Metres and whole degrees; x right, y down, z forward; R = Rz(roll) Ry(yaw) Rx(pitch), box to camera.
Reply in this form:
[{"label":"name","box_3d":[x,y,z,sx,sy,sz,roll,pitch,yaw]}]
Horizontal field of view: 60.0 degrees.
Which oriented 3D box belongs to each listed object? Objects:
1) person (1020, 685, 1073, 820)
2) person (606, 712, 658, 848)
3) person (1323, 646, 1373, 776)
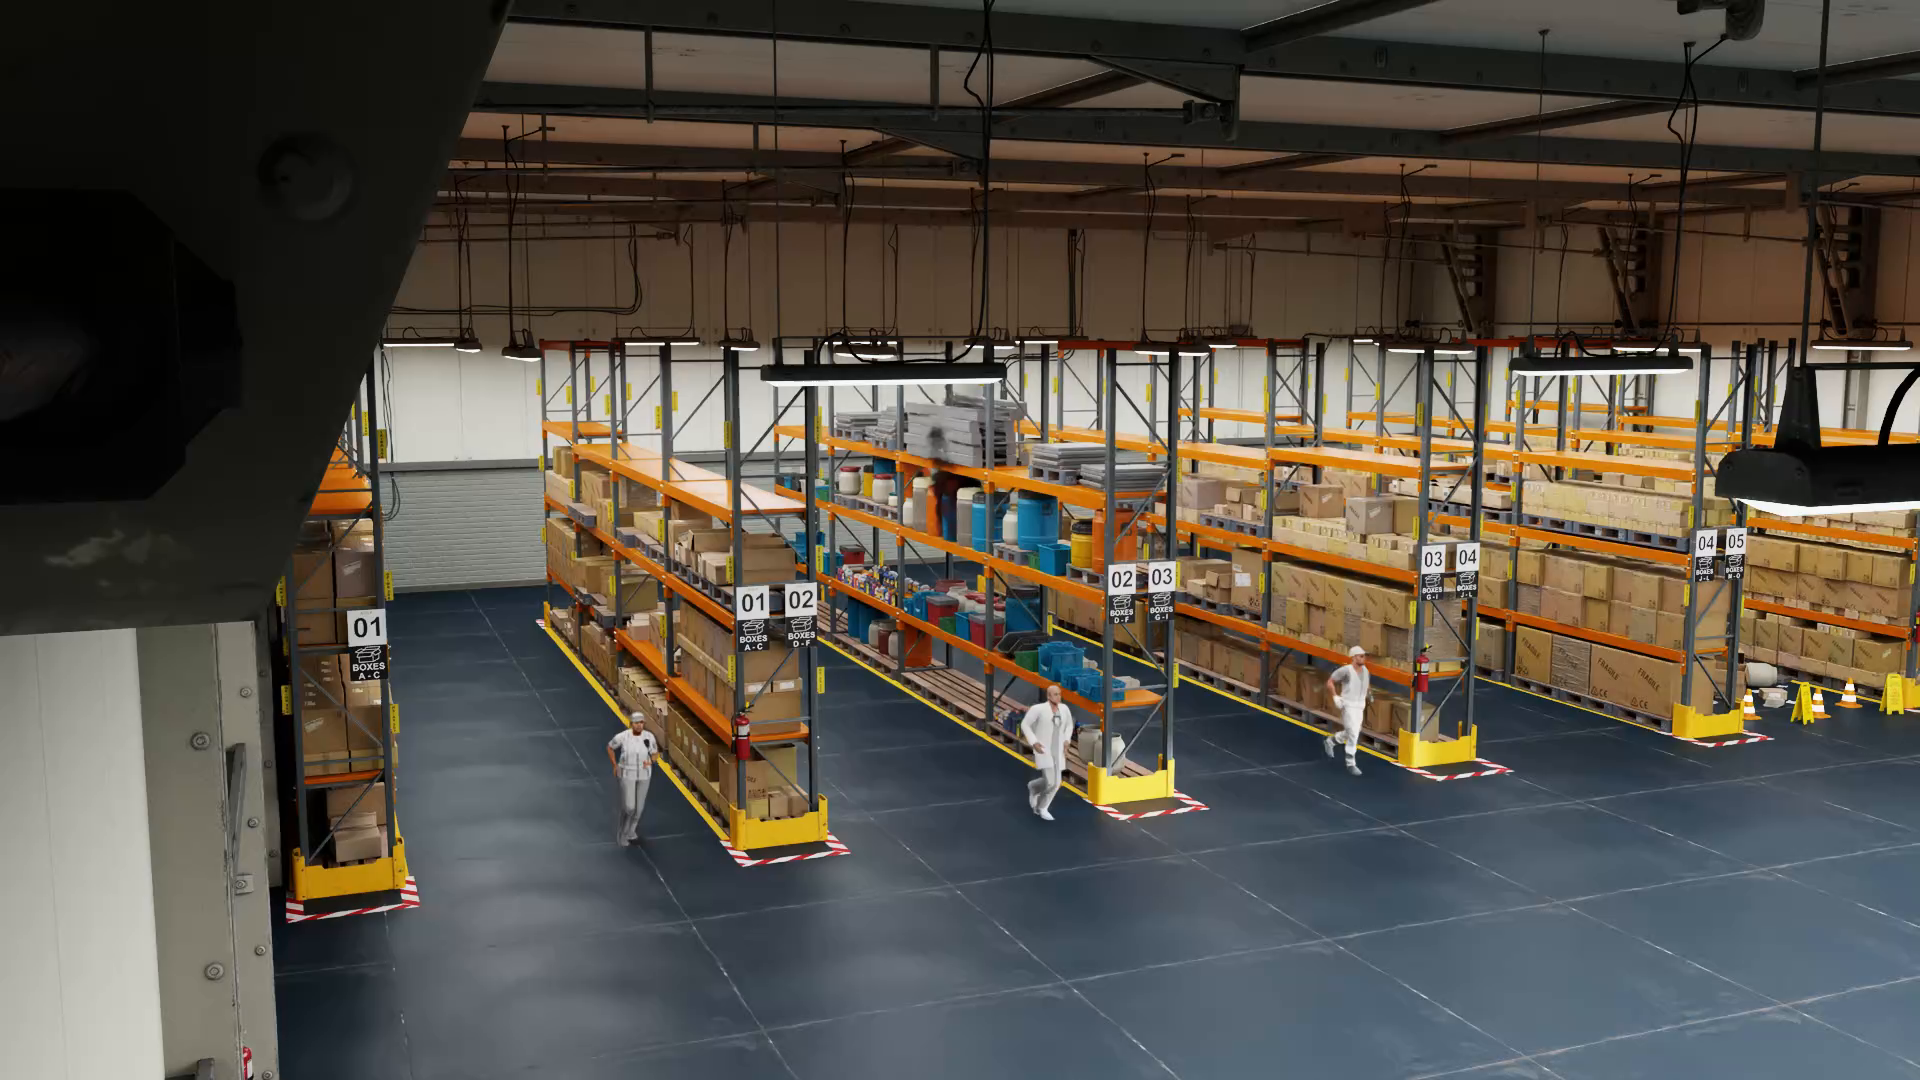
[{"label":"person","box_3d":[1.161,2.718,21.385,0.727,1.730,0.580,-4,8,-28]},{"label":"person","box_3d":[-3.965,2.906,20.264,0.587,1.658,0.667,-3,8,-25]},{"label":"person","box_3d":[5.575,2.391,23.748,0.696,1.775,0.883,-4,9,-30]}]
